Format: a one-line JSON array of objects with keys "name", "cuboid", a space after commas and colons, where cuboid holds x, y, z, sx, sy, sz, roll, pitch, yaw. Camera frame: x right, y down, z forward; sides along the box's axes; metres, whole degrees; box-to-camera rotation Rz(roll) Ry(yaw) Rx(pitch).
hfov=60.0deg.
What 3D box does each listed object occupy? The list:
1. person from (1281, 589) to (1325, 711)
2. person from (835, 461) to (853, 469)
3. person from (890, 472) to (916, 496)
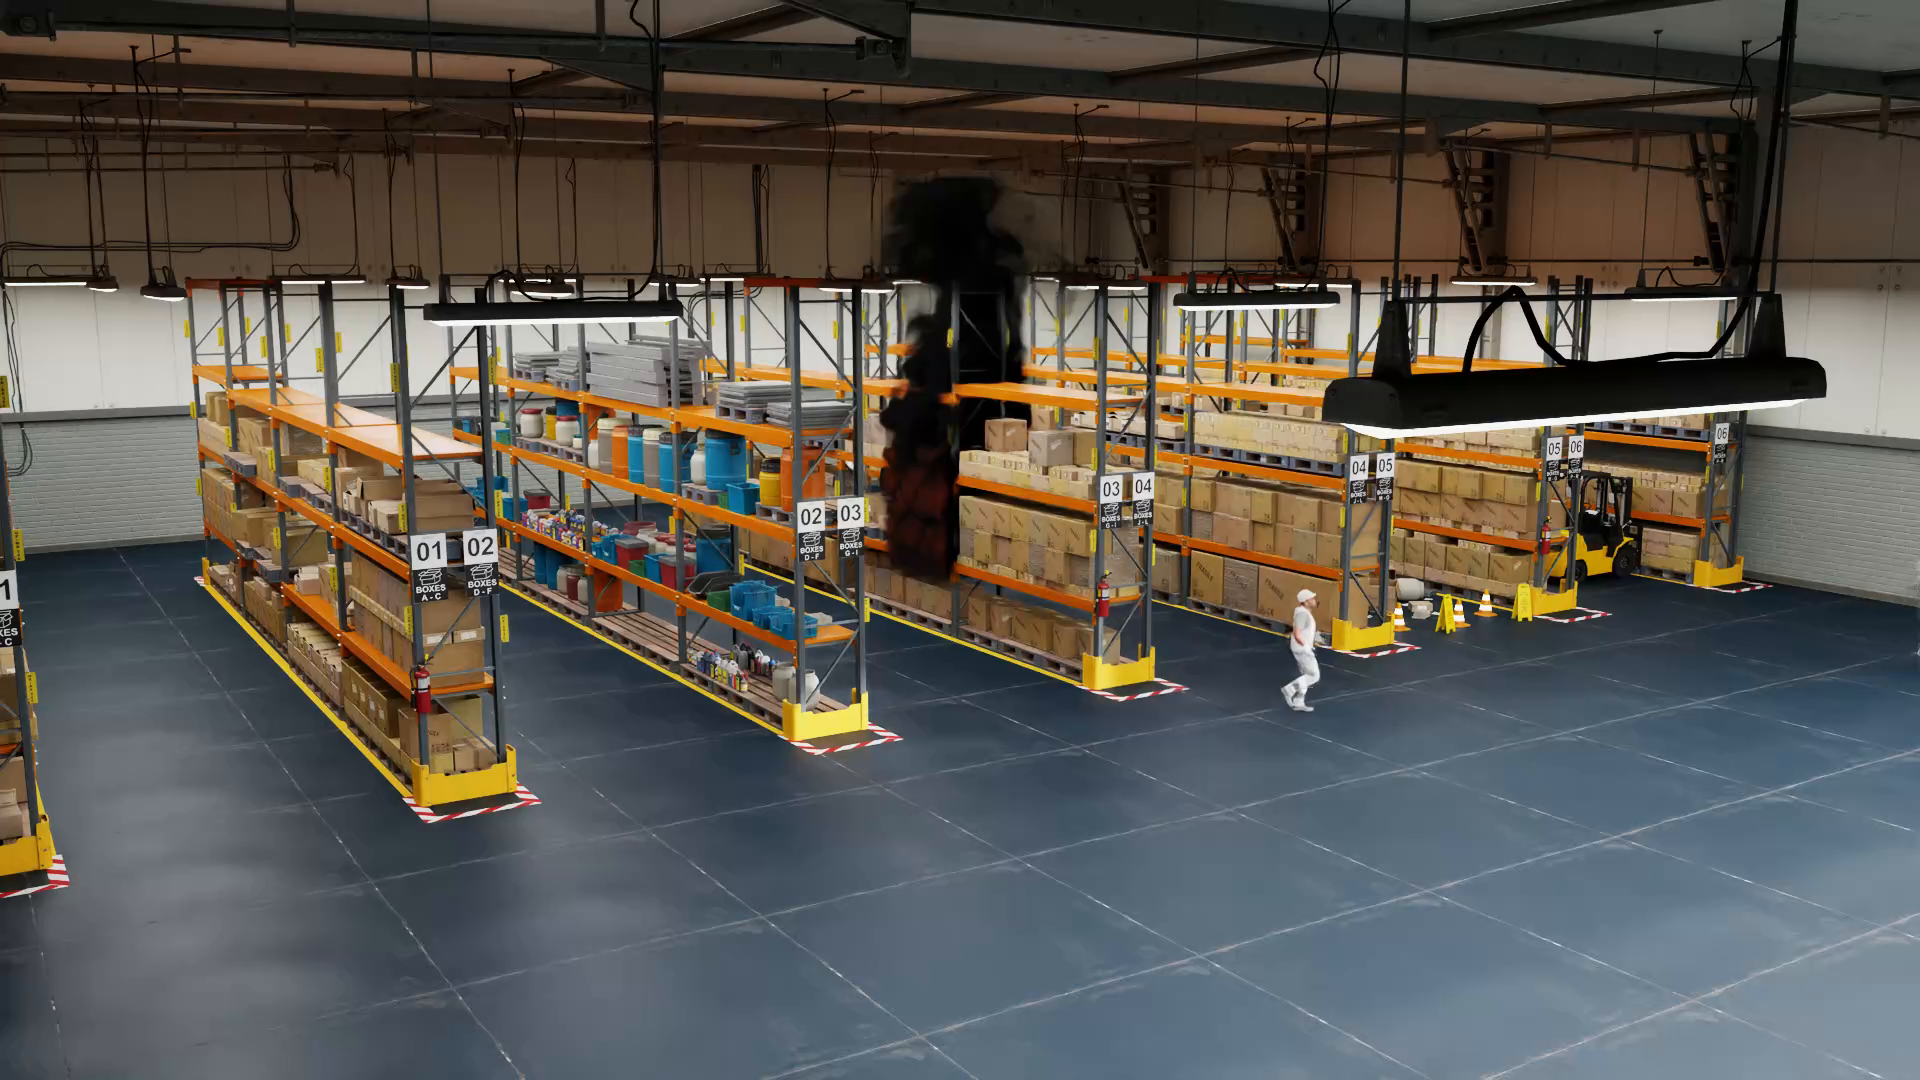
[{"name": "person", "cuboid": [4.854, 1.557, 23.526, 0.631, 1.751, 0.645, 1, 10, 4]}, {"name": "person", "cuboid": [-2.912, -1.407, 41.127, 0.853, 1.741, 0.708, -9, 13, -42]}, {"name": "person", "cuboid": [-1.251, -0.648, 36.706, 0.698, 1.729, 0.546, -5, 11, -26]}]
